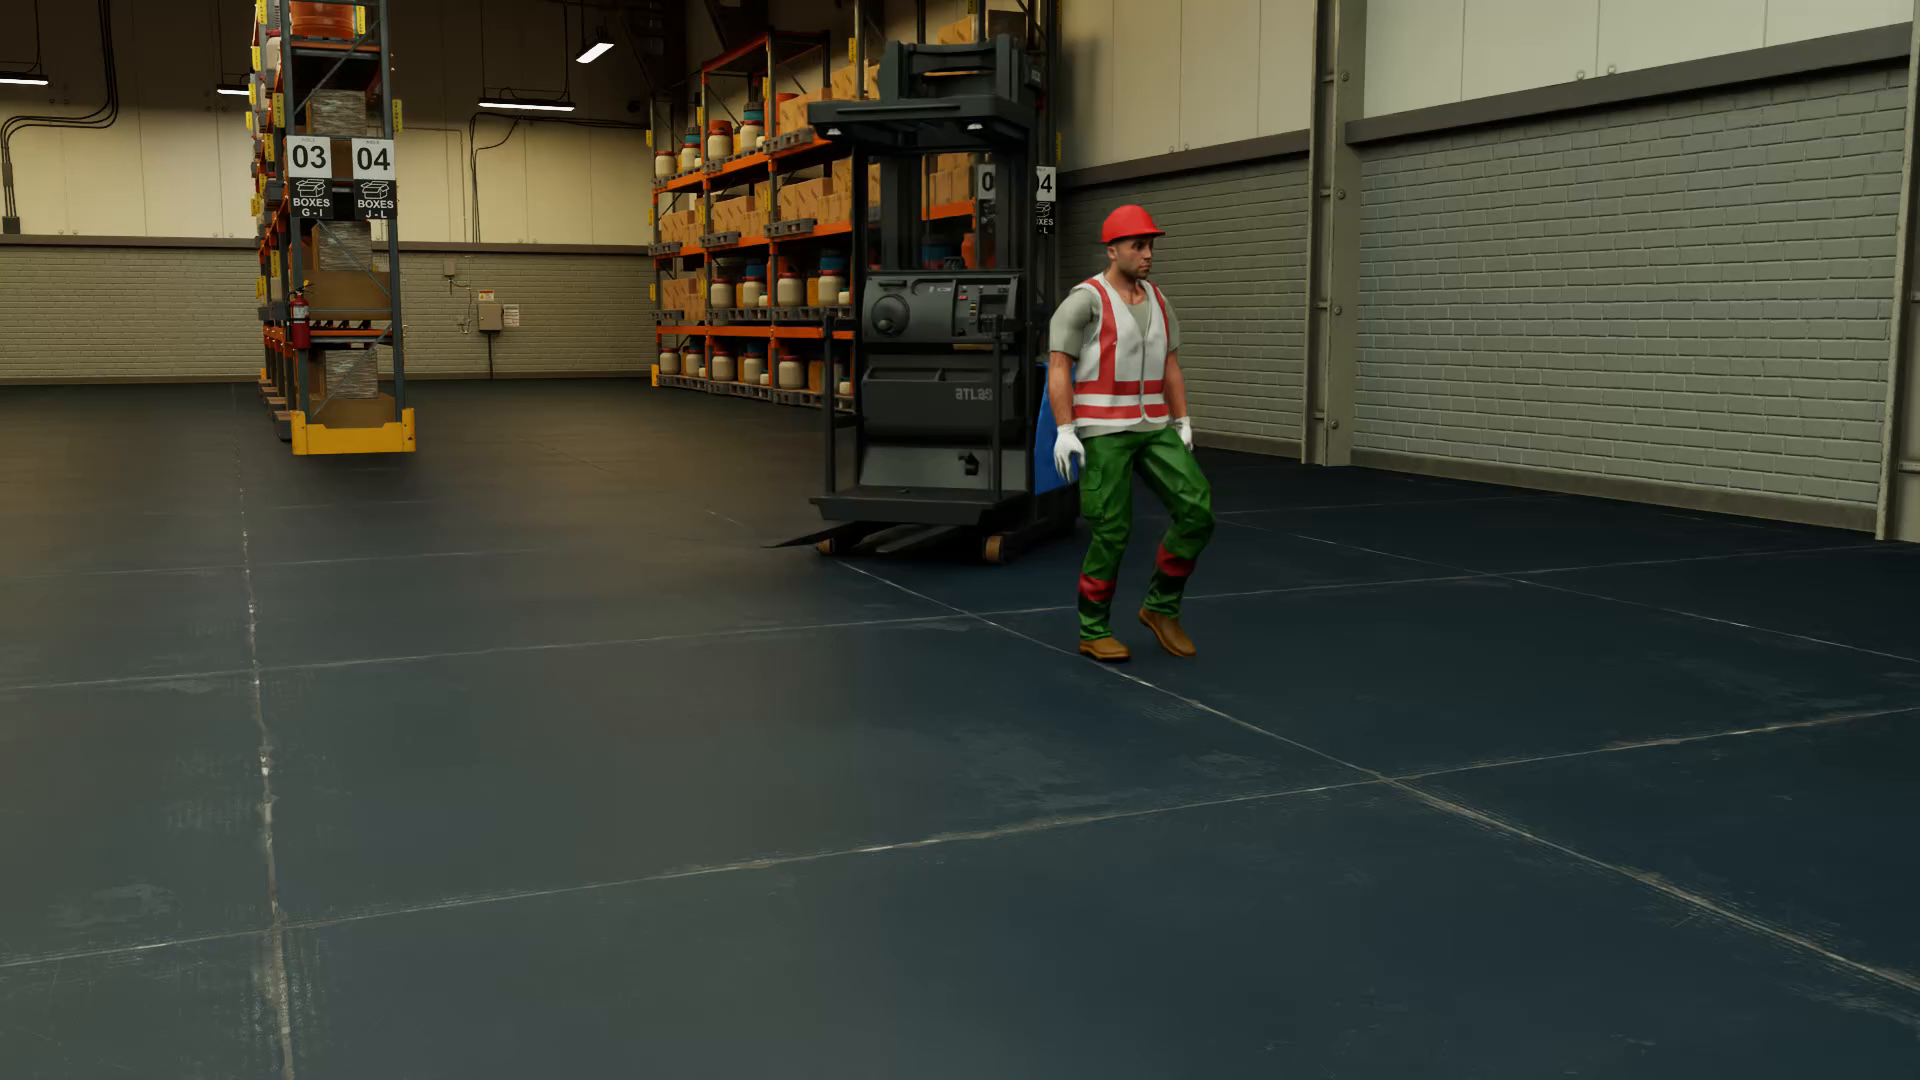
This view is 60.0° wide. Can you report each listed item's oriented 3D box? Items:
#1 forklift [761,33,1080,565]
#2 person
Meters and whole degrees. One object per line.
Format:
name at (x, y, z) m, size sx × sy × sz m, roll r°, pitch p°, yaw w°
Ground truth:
forklift at (-0.182, -1.375, 9.371) m, size 1.130 × 2.935 × 3.031 m, roll 3°, pitch 8°, yaw 18°
person at (0.684, -0.398, 6.470) m, size 0.673 × 1.781 × 0.475 m, roll -5°, pitch 9°, yaw -32°
